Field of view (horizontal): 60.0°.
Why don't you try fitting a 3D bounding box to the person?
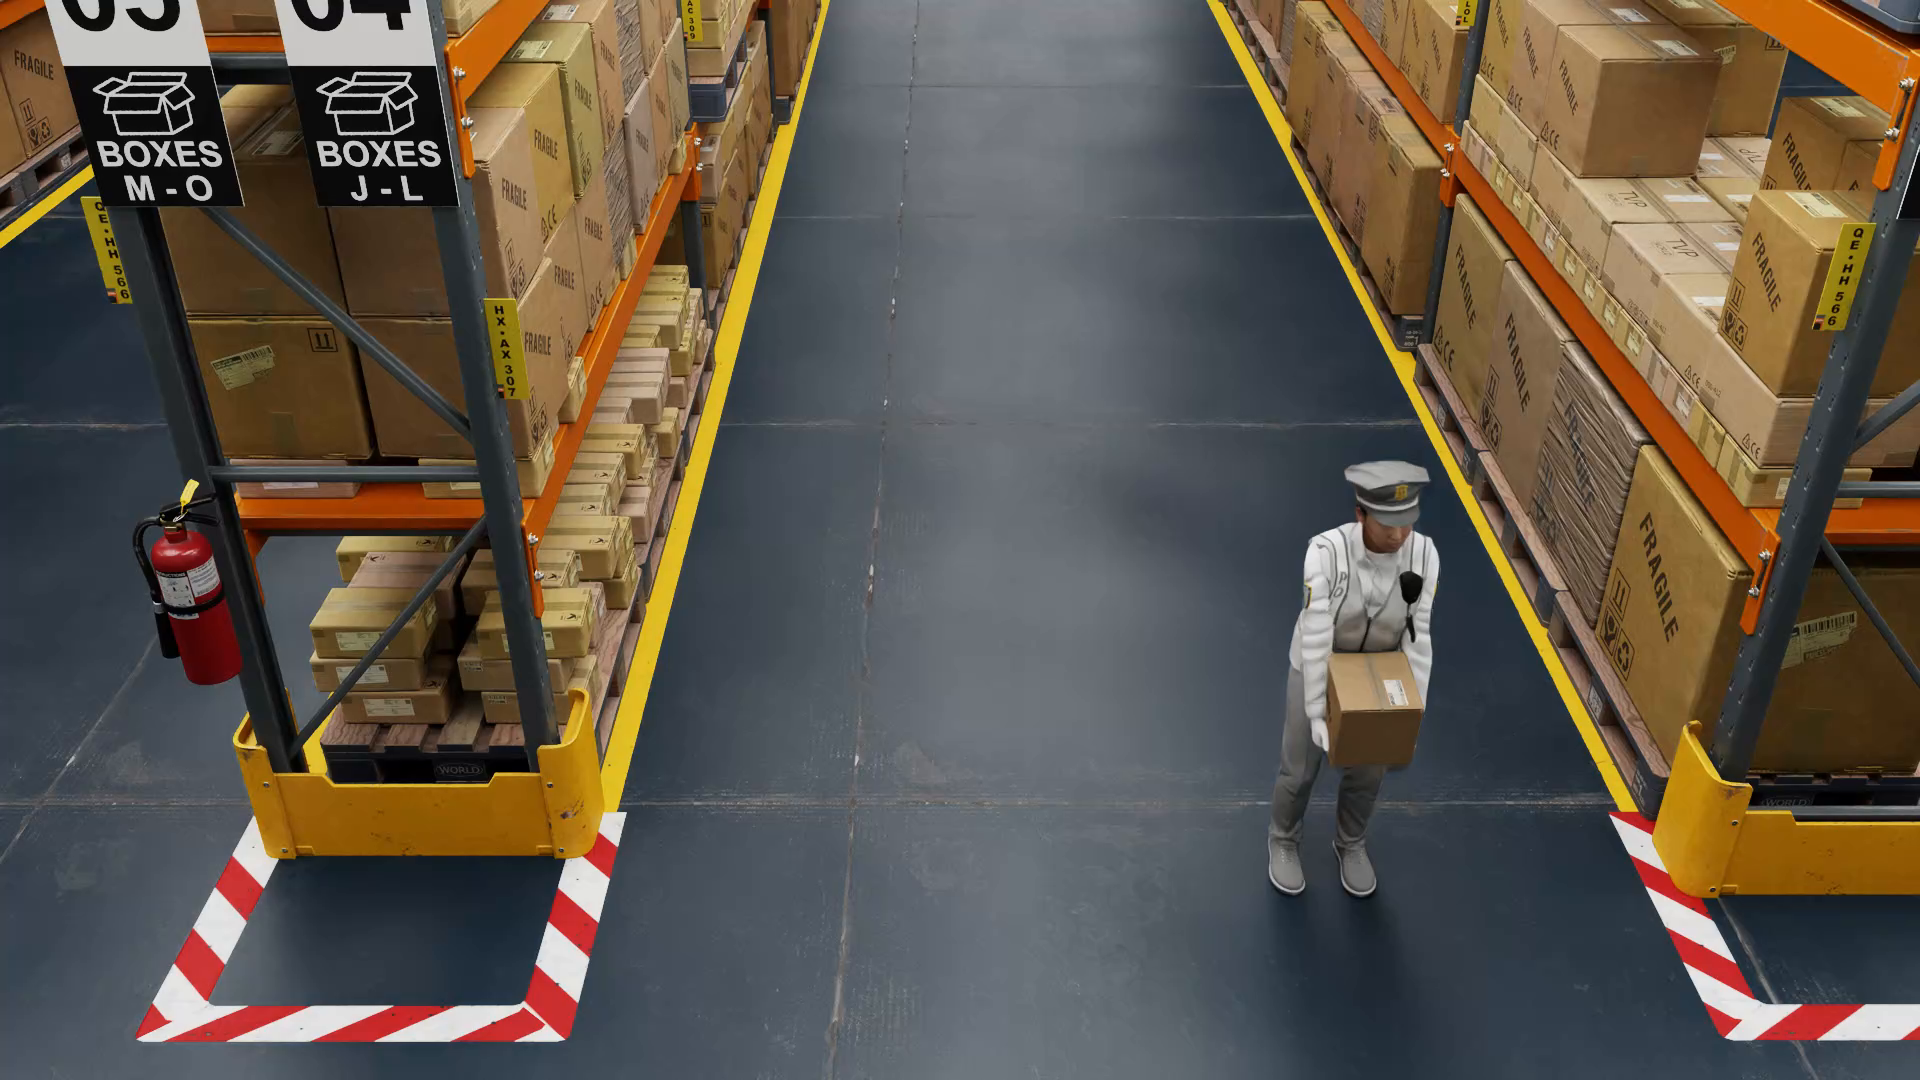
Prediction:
[{"bbox_3d":[1.274,0.490,5.350,0.415,1.665,0.541,-1,32,-1],"label":"person"}]
